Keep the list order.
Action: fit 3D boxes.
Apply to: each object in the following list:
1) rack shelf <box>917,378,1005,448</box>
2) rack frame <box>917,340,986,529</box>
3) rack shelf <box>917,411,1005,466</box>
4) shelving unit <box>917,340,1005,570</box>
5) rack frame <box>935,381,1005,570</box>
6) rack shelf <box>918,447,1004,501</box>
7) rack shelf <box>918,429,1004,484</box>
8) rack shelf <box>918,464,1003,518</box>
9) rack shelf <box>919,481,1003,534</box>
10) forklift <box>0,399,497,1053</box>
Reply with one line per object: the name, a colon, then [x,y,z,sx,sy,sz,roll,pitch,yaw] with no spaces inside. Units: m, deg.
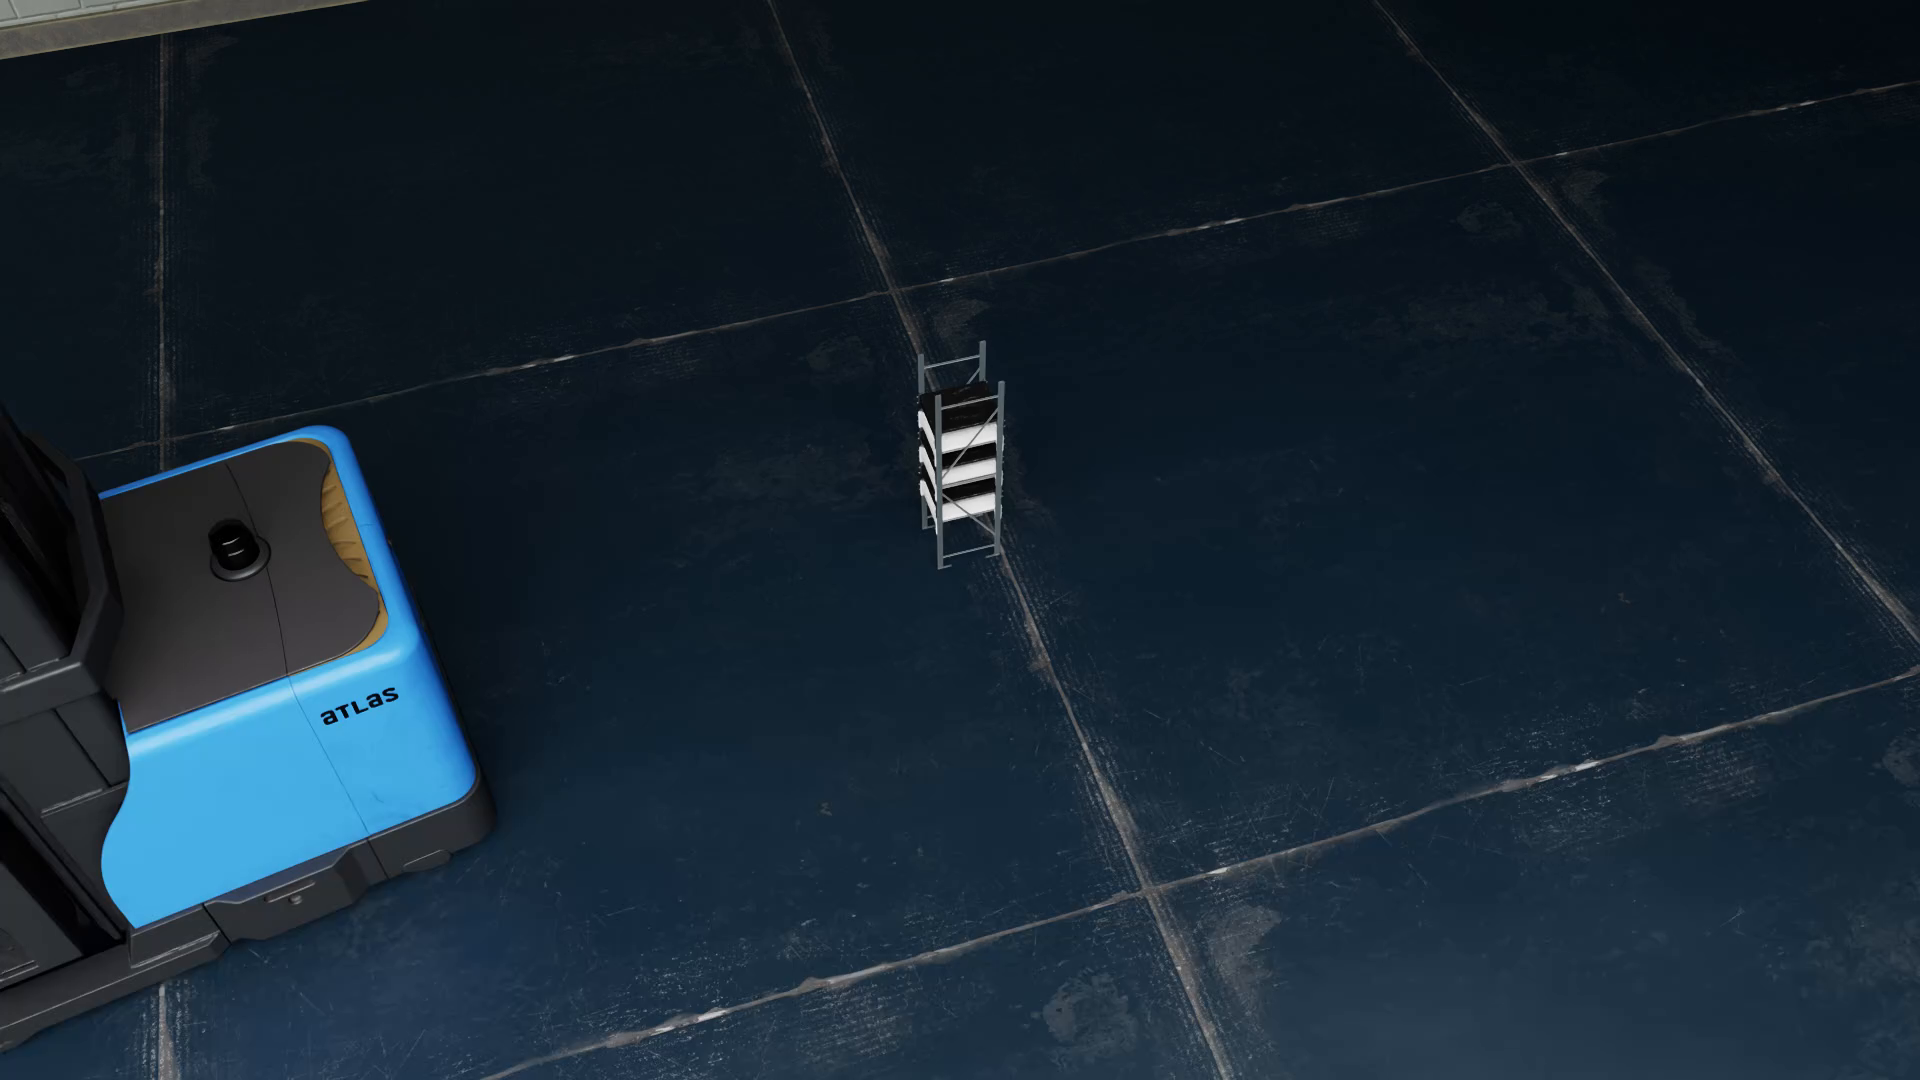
rack shelf: [0.002,-0.437,5.720,0.258,0.077,0.200,-13,51,-11]
rack frame: [-0.028,-0.358,5.964,0.240,0.900,0.006,-13,51,-11]
rack shelf: [0.002,-0.379,5.789,0.258,0.077,0.200,-13,51,-11]
shelving unit: [0.002,-0.284,5.901,0.258,0.900,0.210,-13,51,-11]
rack frame: [0.032,-0.210,5.838,0.240,0.900,0.006,-13,51,-11]
rack shelf: [0.002,-0.263,5.926,0.258,0.077,0.200,-13,51,-11]
rack shelf: [0.002,-0.321,5.858,0.258,0.077,0.200,-13,51,-11]
rack shelf: [0.002,-0.205,5.995,0.258,0.077,0.200,-13,51,-11]
rack shelf: [0.002,-0.147,6.064,0.258,0.077,0.200,-13,51,-11]
forklift: [-3.056,0.204,4.161,3.031,2.935,1.130,-21,53,-17]
